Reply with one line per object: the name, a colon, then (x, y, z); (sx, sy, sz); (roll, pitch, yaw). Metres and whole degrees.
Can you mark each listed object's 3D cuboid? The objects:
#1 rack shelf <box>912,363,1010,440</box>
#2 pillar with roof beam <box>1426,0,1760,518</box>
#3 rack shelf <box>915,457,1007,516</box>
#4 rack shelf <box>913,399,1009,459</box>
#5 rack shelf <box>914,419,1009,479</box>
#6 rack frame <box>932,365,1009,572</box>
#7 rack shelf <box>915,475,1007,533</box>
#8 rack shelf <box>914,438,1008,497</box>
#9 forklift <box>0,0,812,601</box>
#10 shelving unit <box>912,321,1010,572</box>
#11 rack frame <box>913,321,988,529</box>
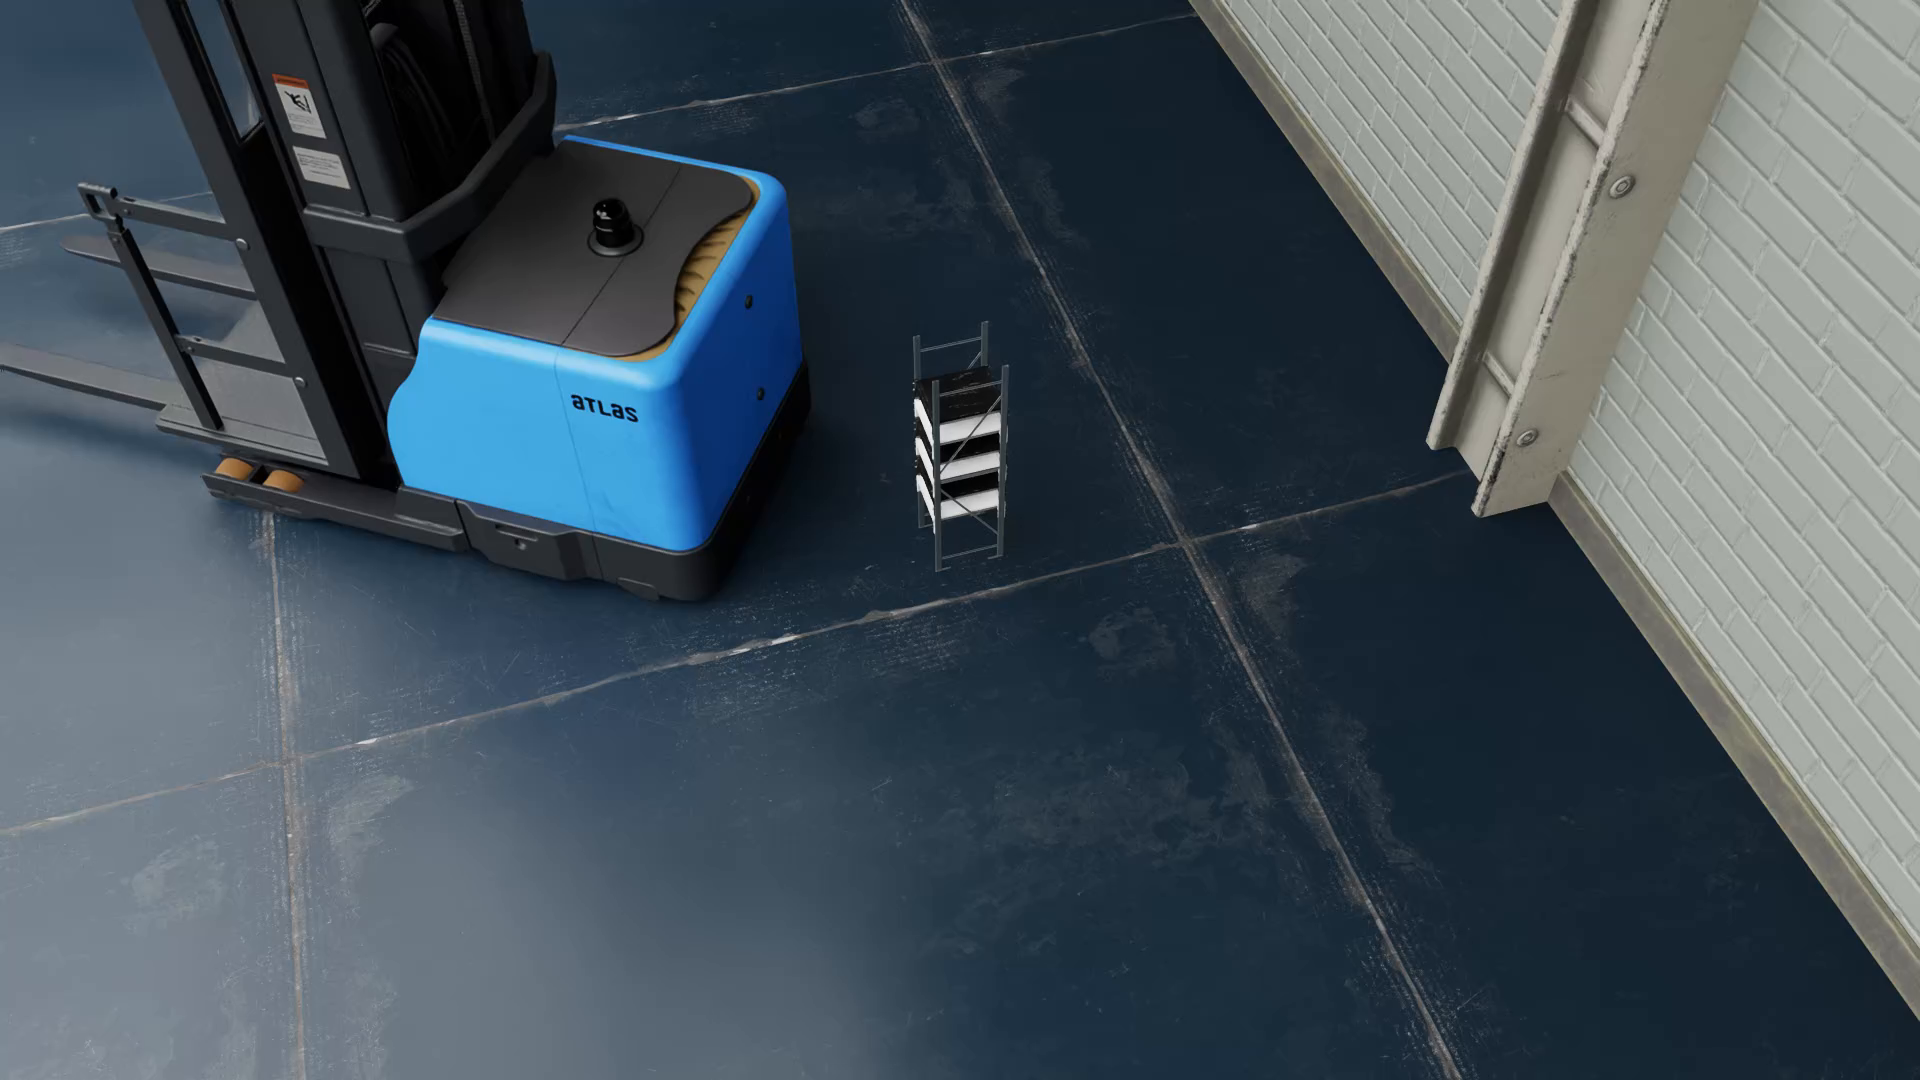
rack shelf: (0.002, -0.437, 5.220); (0.258, 0.077, 0.200); (-13, 51, -11)
pillar with roof beam: (-2.212, -2.184, 1.705); (9.100, 9.000, 0.400); (-13, 51, -11)
rack shelf: (0.002, -0.205, 5.495); (0.258, 0.077, 0.200); (-13, 51, -11)
rack shelf: (0.002, -0.379, 5.289); (0.258, 0.077, 0.200); (-13, 51, -11)
rack shelf: (0.002, -0.321, 5.358); (0.258, 0.077, 0.200); (-13, 51, -11)
rack frame: (0.032, -0.210, 5.338); (0.240, 0.900, 0.006); (-13, 51, -11)
rack shelf: (0.002, -0.147, 5.564); (0.258, 0.077, 0.200); (-13, 51, -11)
rack shelf: (0.002, -0.263, 5.426); (0.258, 0.077, 0.200); (-13, 51, -11)
forklift: (-2.117, -1.400, 5.013); (3.031, 2.935, 1.130); (13, 51, 11)
shelving unit: (0.002, -0.284, 5.401); (0.258, 0.900, 0.210); (-13, 51, -11)
rack frame: (-0.028, -0.358, 5.464); (0.240, 0.900, 0.006); (-13, 51, -11)
